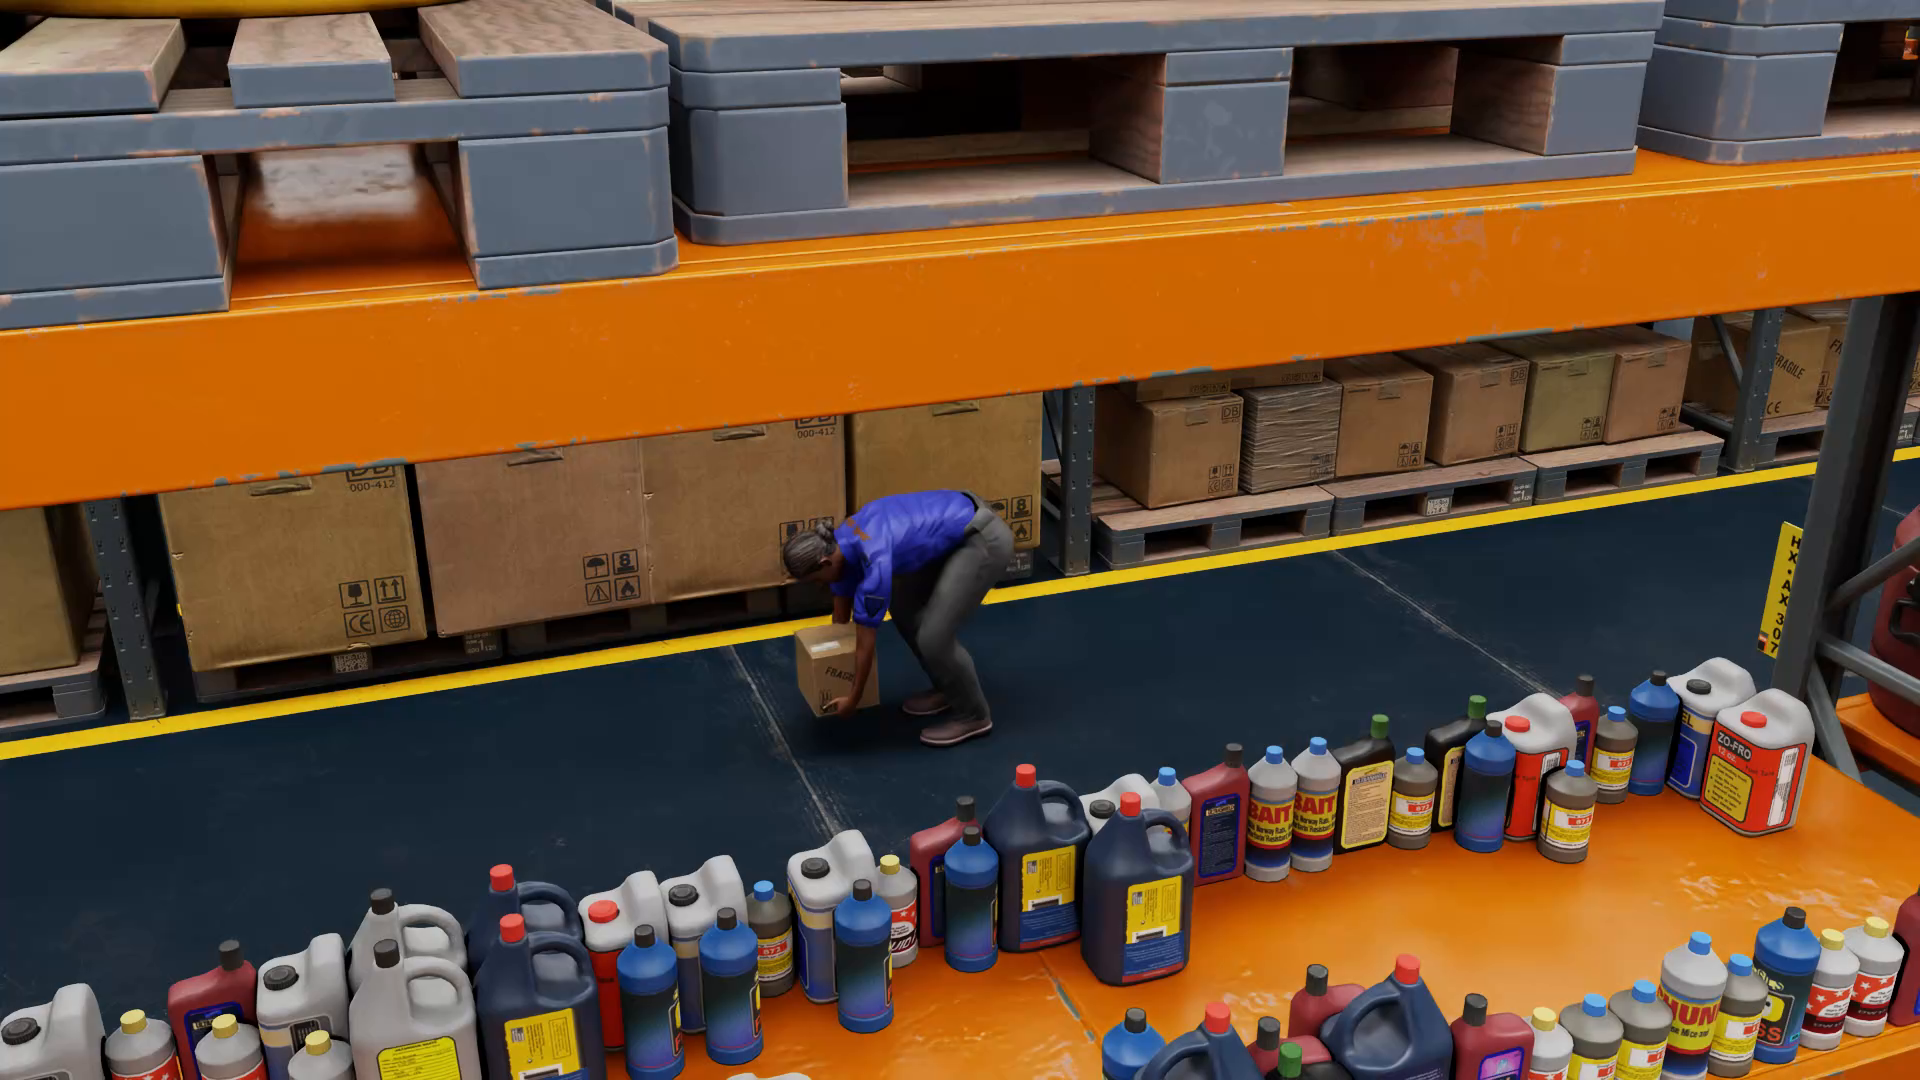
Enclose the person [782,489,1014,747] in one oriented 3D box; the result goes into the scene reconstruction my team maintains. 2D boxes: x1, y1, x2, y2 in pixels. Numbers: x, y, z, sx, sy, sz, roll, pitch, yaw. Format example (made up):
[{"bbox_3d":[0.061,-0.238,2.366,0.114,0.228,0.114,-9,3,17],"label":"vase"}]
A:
[{"bbox_3d":[-0.231,0.302,6.293,0.877,0.955,0.446,-8,24,-19],"label":"person"}]
